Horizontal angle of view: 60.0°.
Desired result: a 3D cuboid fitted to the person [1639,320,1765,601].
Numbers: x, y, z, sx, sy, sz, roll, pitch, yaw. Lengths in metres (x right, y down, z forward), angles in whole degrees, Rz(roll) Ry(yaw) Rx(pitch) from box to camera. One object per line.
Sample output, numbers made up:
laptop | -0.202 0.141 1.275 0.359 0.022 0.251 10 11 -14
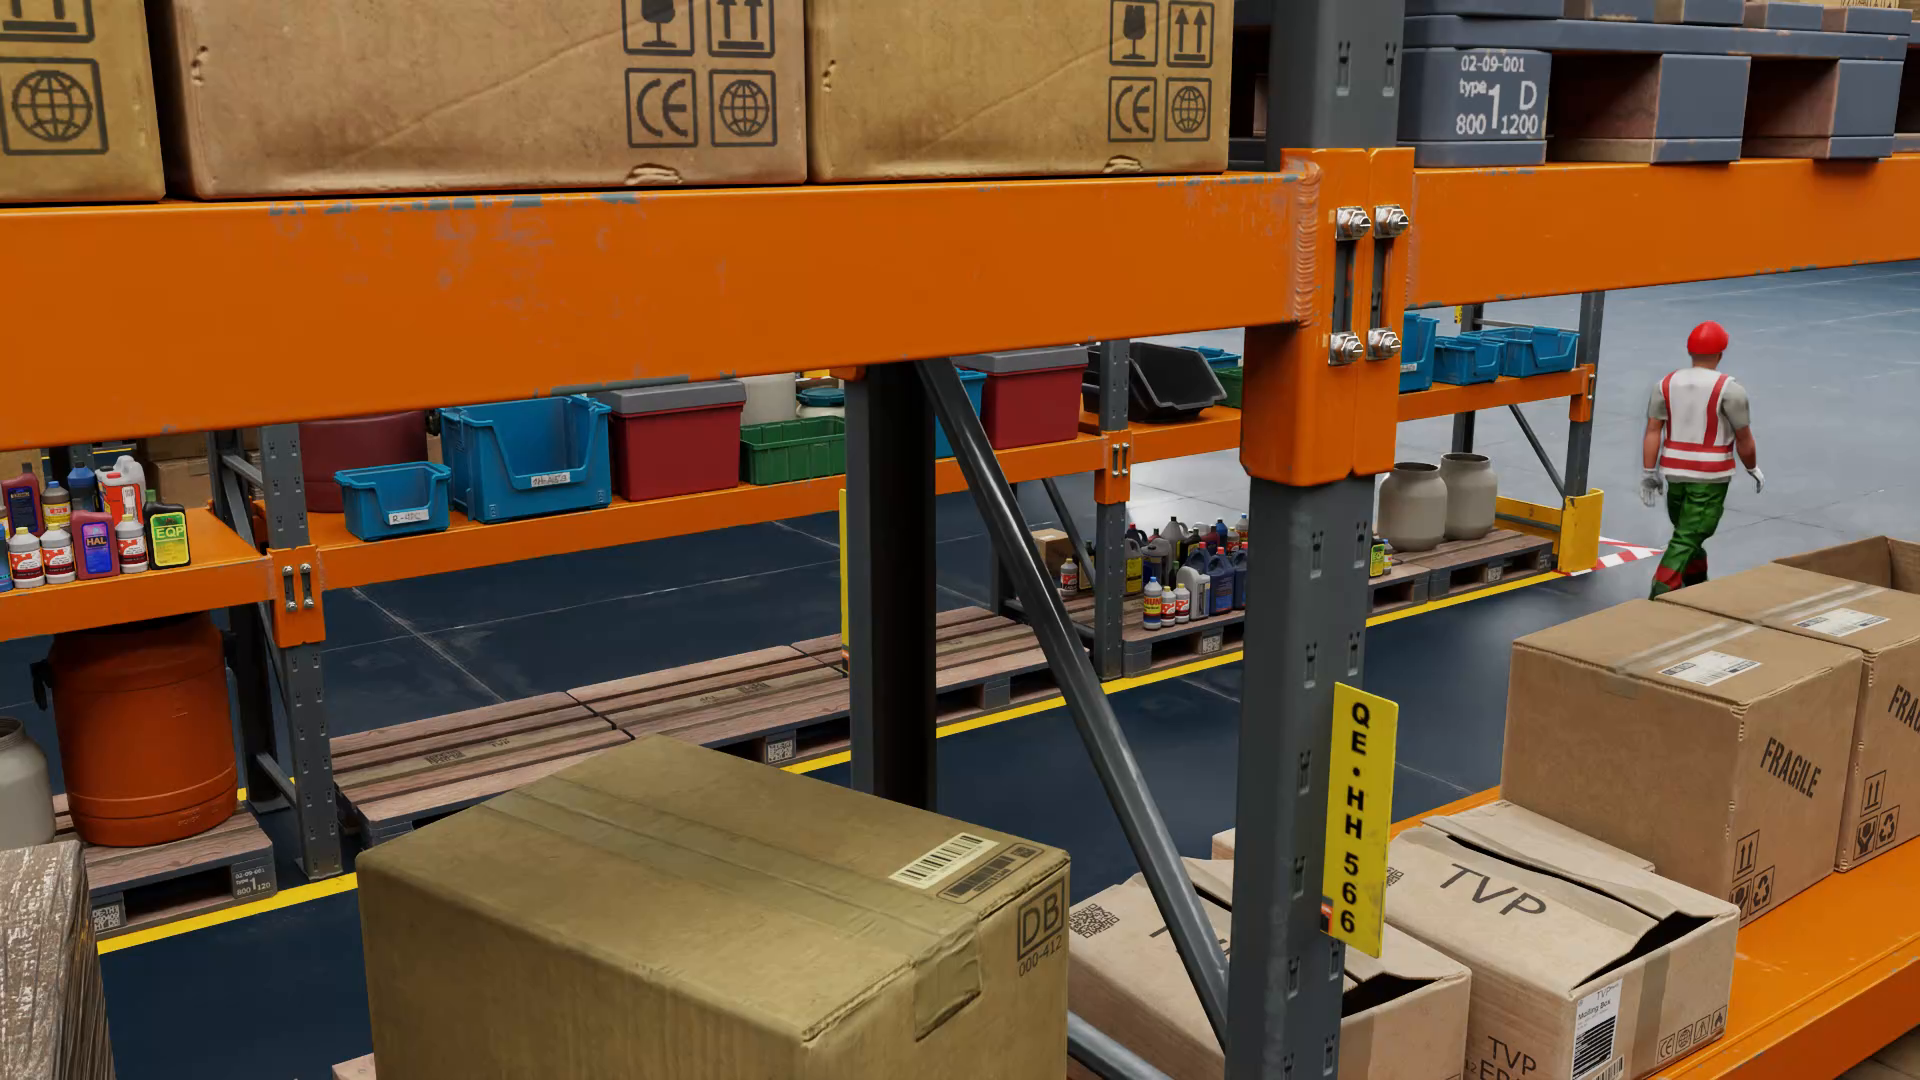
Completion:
person | 4.237 -0.387 9.421 1.017 1.728 0.528 -9 17 -33
